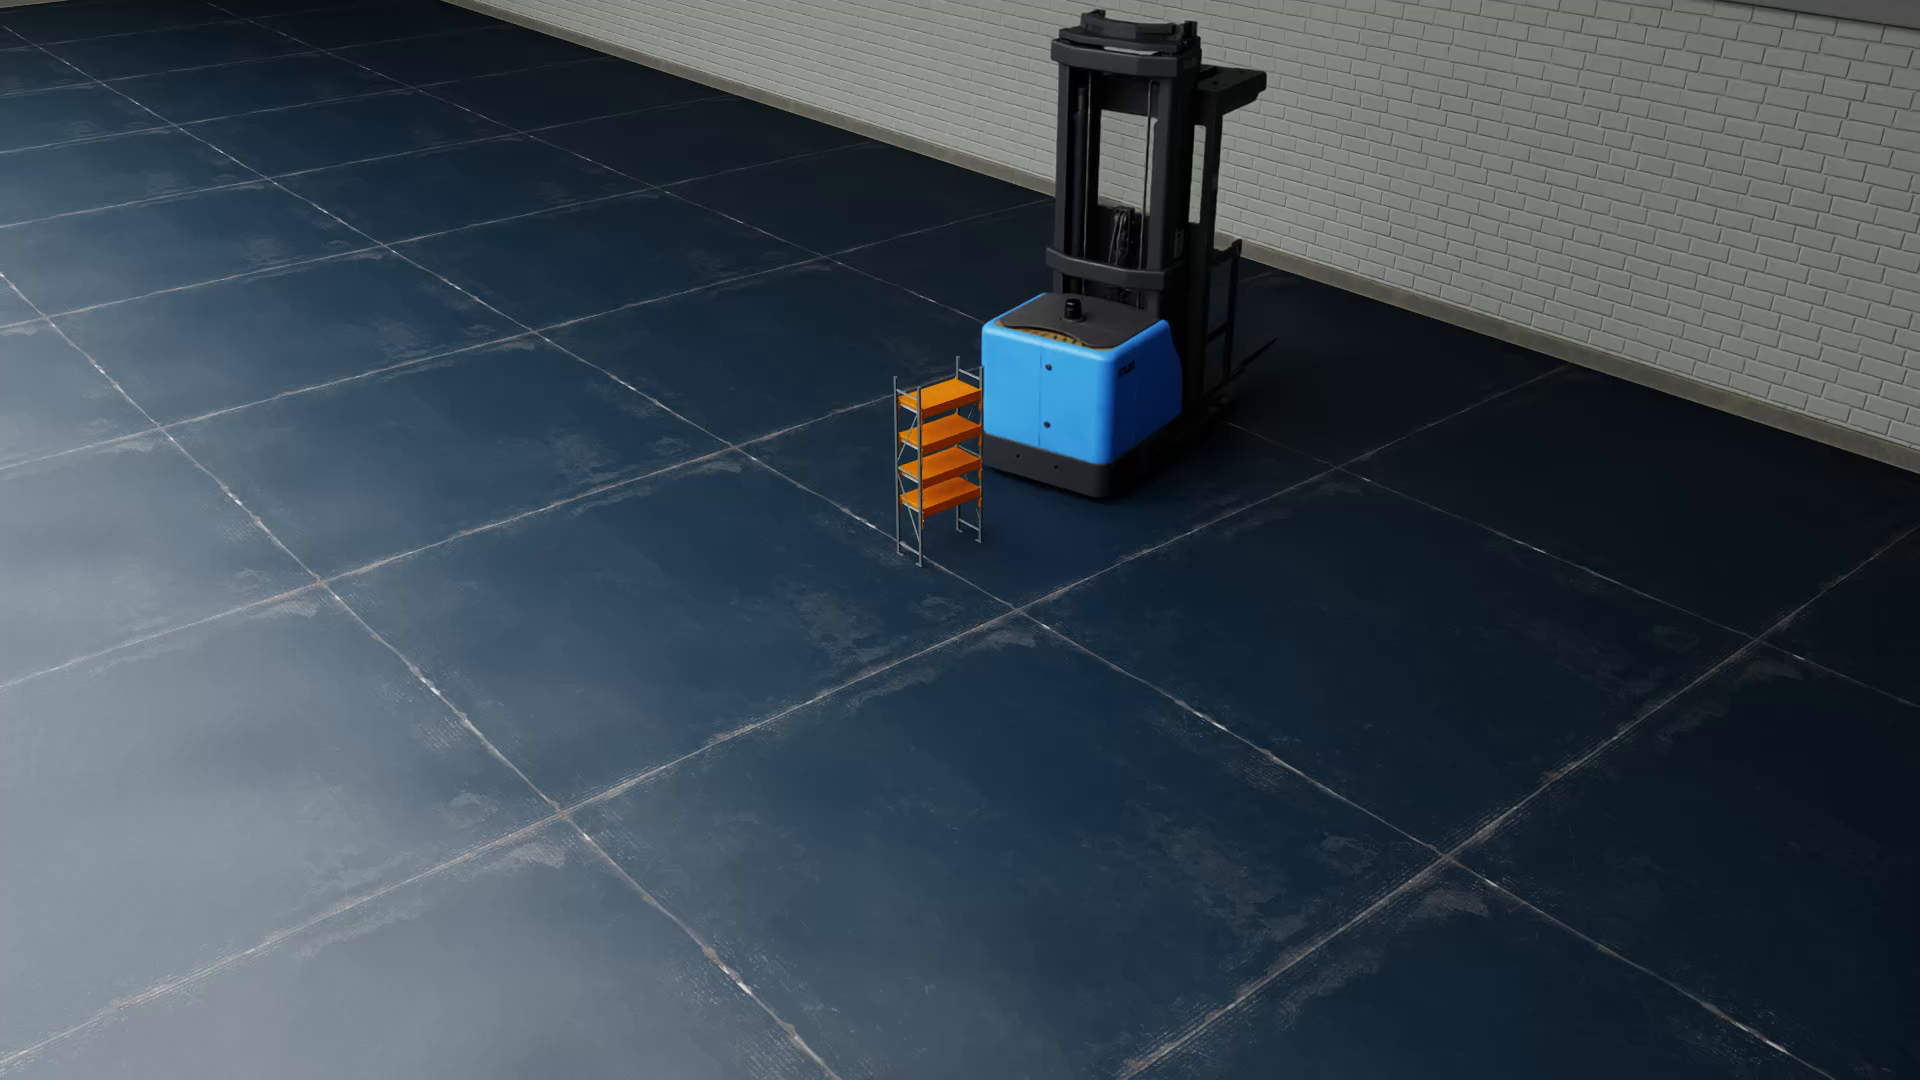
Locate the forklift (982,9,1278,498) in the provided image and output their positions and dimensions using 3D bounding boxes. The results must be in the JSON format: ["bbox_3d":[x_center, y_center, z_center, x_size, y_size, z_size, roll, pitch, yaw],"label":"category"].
[{"bbox_3d":[1.381,-2.216,11.645,1.130,2.935,3.031,18,33,30],"label":"forklift"}]

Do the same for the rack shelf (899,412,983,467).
[{"bbox_3d":[-0.126,-0.616,10.157,0.480,0.148,0.258,-22,35,-35],"label":"rack shelf"}]

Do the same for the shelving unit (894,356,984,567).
[{"bbox_3d":[-0.126,-0.479,10.231,0.503,1.200,0.258,-22,35,-35],"label":"shelving unit"}]

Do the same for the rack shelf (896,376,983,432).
[{"bbox_3d":[-0.126,-0.825,10.046,0.480,0.148,0.258,-22,35,-35],"label":"rack shelf"}]

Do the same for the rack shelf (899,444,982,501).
[{"bbox_3d":[-0.126,-0.419,10.262,0.480,0.148,0.258,-22,35,-35],"label":"rack shelf"}]

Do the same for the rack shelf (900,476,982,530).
[{"bbox_3d":[-0.126,-0.244,10.356,0.480,0.148,0.258,-22,35,-35],"label":"rack shelf"}]

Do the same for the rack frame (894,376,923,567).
[{"bbox_3d":[-0.312,-0.404,10.091,0.015,1.200,0.240,-22,35,-35],"label":"rack frame"}]

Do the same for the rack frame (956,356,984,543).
[{"bbox_3d":[0.060,-0.553,10.370,0.015,1.200,0.240,-22,35,-35],"label":"rack frame"}]
